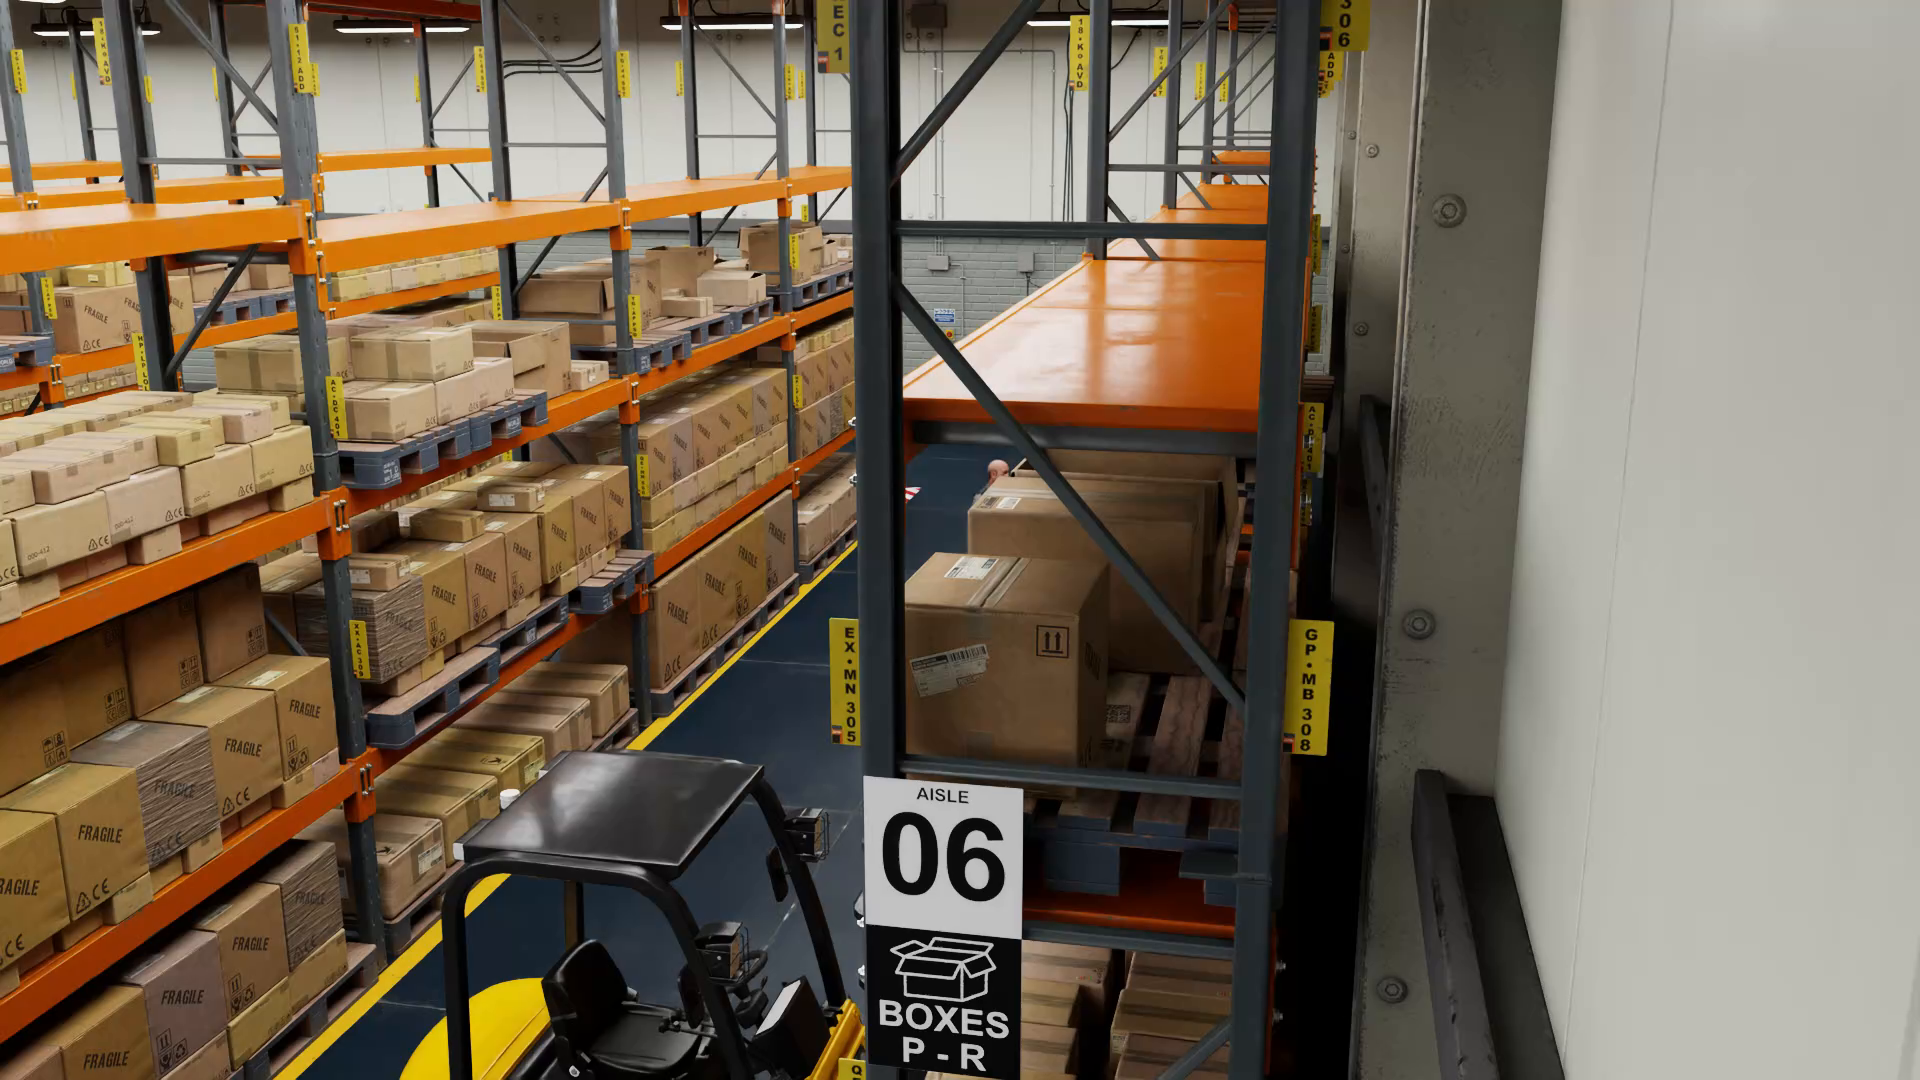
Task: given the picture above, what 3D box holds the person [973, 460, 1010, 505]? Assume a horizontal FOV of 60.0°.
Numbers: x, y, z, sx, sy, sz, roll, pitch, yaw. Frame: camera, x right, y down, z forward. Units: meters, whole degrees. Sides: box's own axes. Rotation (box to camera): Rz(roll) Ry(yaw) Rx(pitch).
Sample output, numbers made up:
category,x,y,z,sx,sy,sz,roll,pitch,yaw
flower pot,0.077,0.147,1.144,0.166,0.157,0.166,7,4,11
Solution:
category,x,y,z,sx,sy,sz,roll,pitch,yaw
person,0.344,0.163,15.011,0.599,1.782,0.454,-13,20,-42
